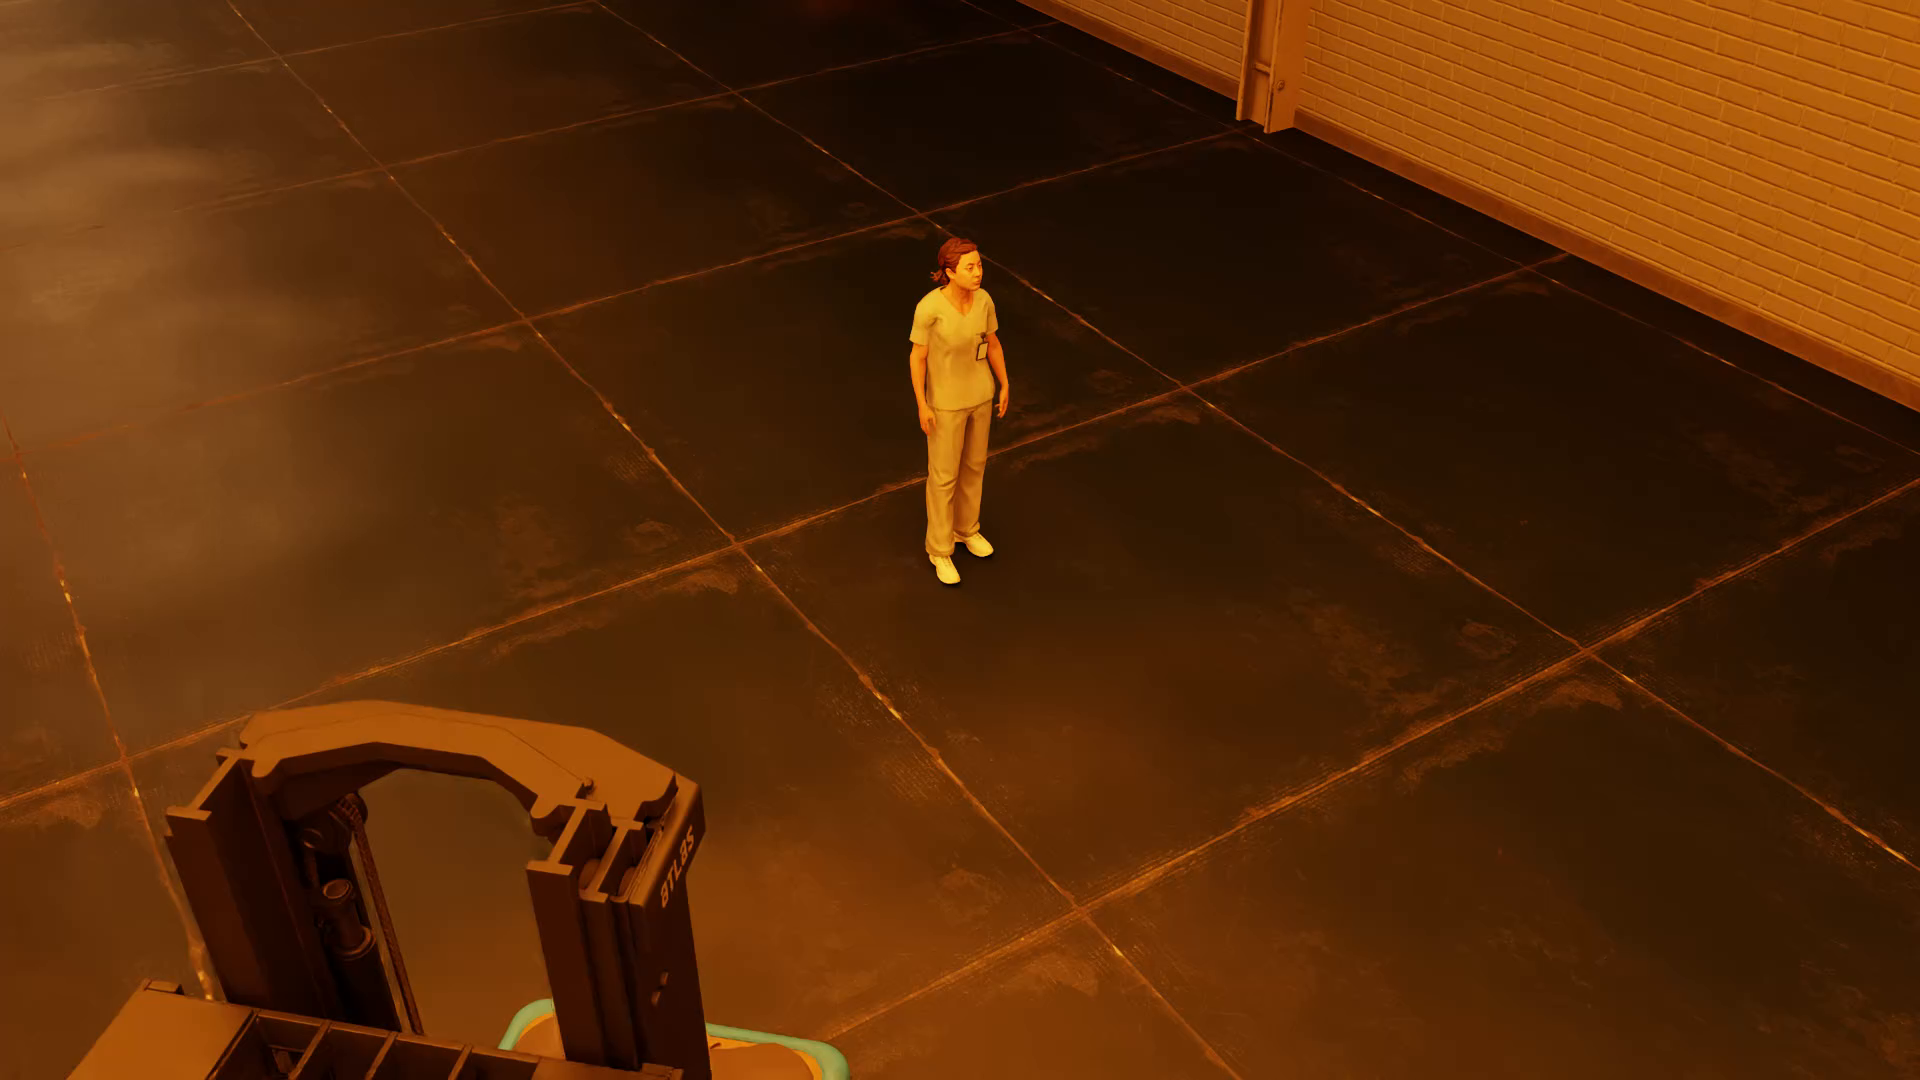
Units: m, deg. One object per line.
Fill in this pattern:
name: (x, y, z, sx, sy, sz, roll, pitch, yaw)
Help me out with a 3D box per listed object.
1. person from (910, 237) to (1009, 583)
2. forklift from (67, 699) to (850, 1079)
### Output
person: (0.029, -0.652, 8.154, 0.549, 1.673, 0.548, -21, 40, -27)
forklift: (-1.089, 1.908, 3.432, 1.130, 2.935, 3.031, 6, 36, 9)
